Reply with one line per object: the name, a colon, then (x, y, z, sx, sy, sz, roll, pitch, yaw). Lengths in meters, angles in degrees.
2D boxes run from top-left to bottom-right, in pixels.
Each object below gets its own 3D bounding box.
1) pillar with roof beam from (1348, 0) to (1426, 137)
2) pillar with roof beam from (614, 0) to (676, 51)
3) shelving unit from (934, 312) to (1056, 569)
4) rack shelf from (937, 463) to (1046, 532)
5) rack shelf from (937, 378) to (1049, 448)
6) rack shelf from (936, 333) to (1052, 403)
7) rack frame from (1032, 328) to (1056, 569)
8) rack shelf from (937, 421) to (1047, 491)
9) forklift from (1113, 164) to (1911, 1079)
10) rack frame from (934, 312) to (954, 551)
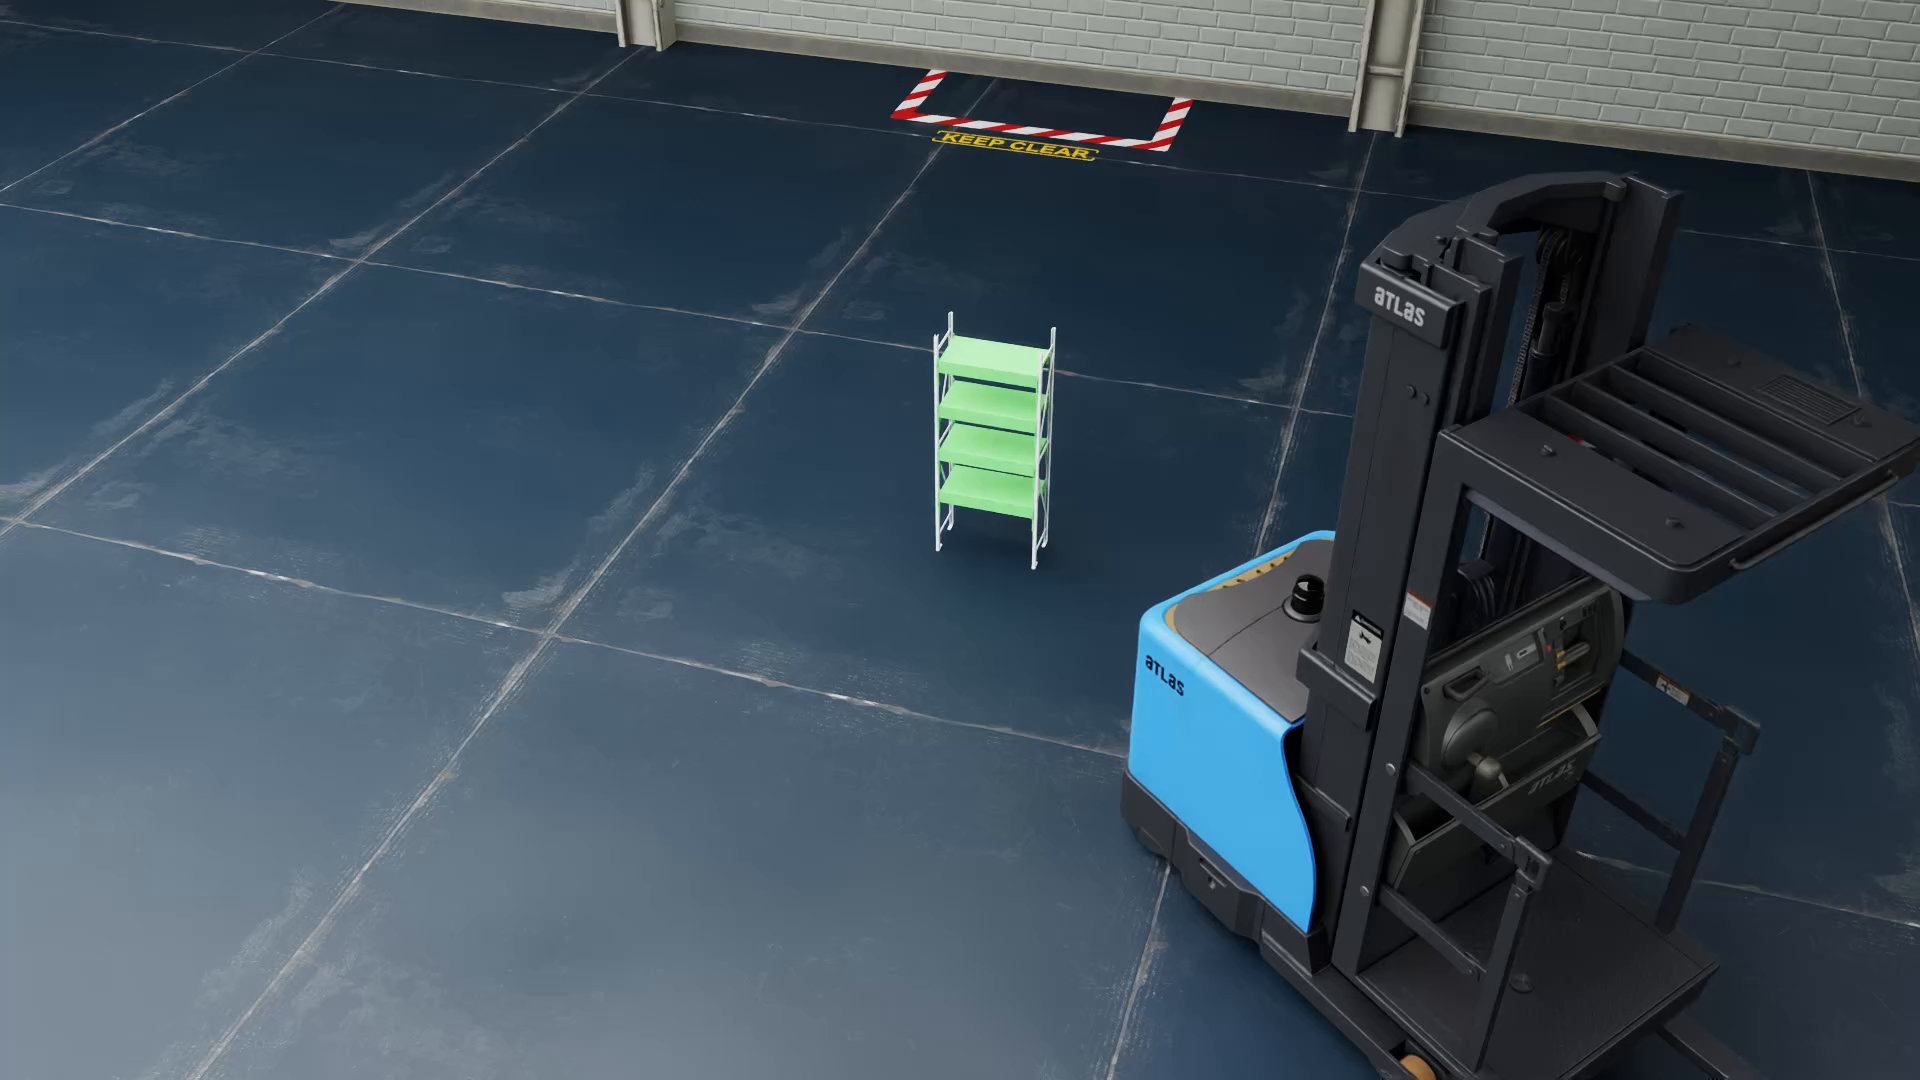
pillar with roof beam: (1.842, -4.286, 6.482, 0.400, 9.000, 9.100, 10, 38, 14)
pillar with roof beam: (-3.885, -5.346, 7.923, 0.400, 9.000, 9.100, 10, 38, 14)
shelving unit: (0.158, -0.454, 7.855, 0.503, 1.200, 0.258, 10, 38, 14)
rack shelf: (0.158, -0.209, 8.035, 0.480, 0.148, 0.258, 10, 38, 14)
rack shelf: (0.158, -0.596, 7.750, 0.480, 0.148, 0.258, 10, 38, 14)
rack shelf: (0.158, -0.789, 7.608, 0.480, 0.148, 0.258, 10, 38, 14)
rack frame: (0.391, -0.411, 7.796, 0.015, 1.200, 0.240, 10, 38, 14)
rack shelf: (0.158, -0.402, 7.892, 0.480, 0.148, 0.258, 10, 38, 14)
forklift: (1.868, 0.478, 5.128, 1.130, 2.935, 3.031, -22, 42, -27)
rack frame: (-0.075, -0.497, 7.913, 0.015, 1.200, 0.240, 10, 38, 14)
